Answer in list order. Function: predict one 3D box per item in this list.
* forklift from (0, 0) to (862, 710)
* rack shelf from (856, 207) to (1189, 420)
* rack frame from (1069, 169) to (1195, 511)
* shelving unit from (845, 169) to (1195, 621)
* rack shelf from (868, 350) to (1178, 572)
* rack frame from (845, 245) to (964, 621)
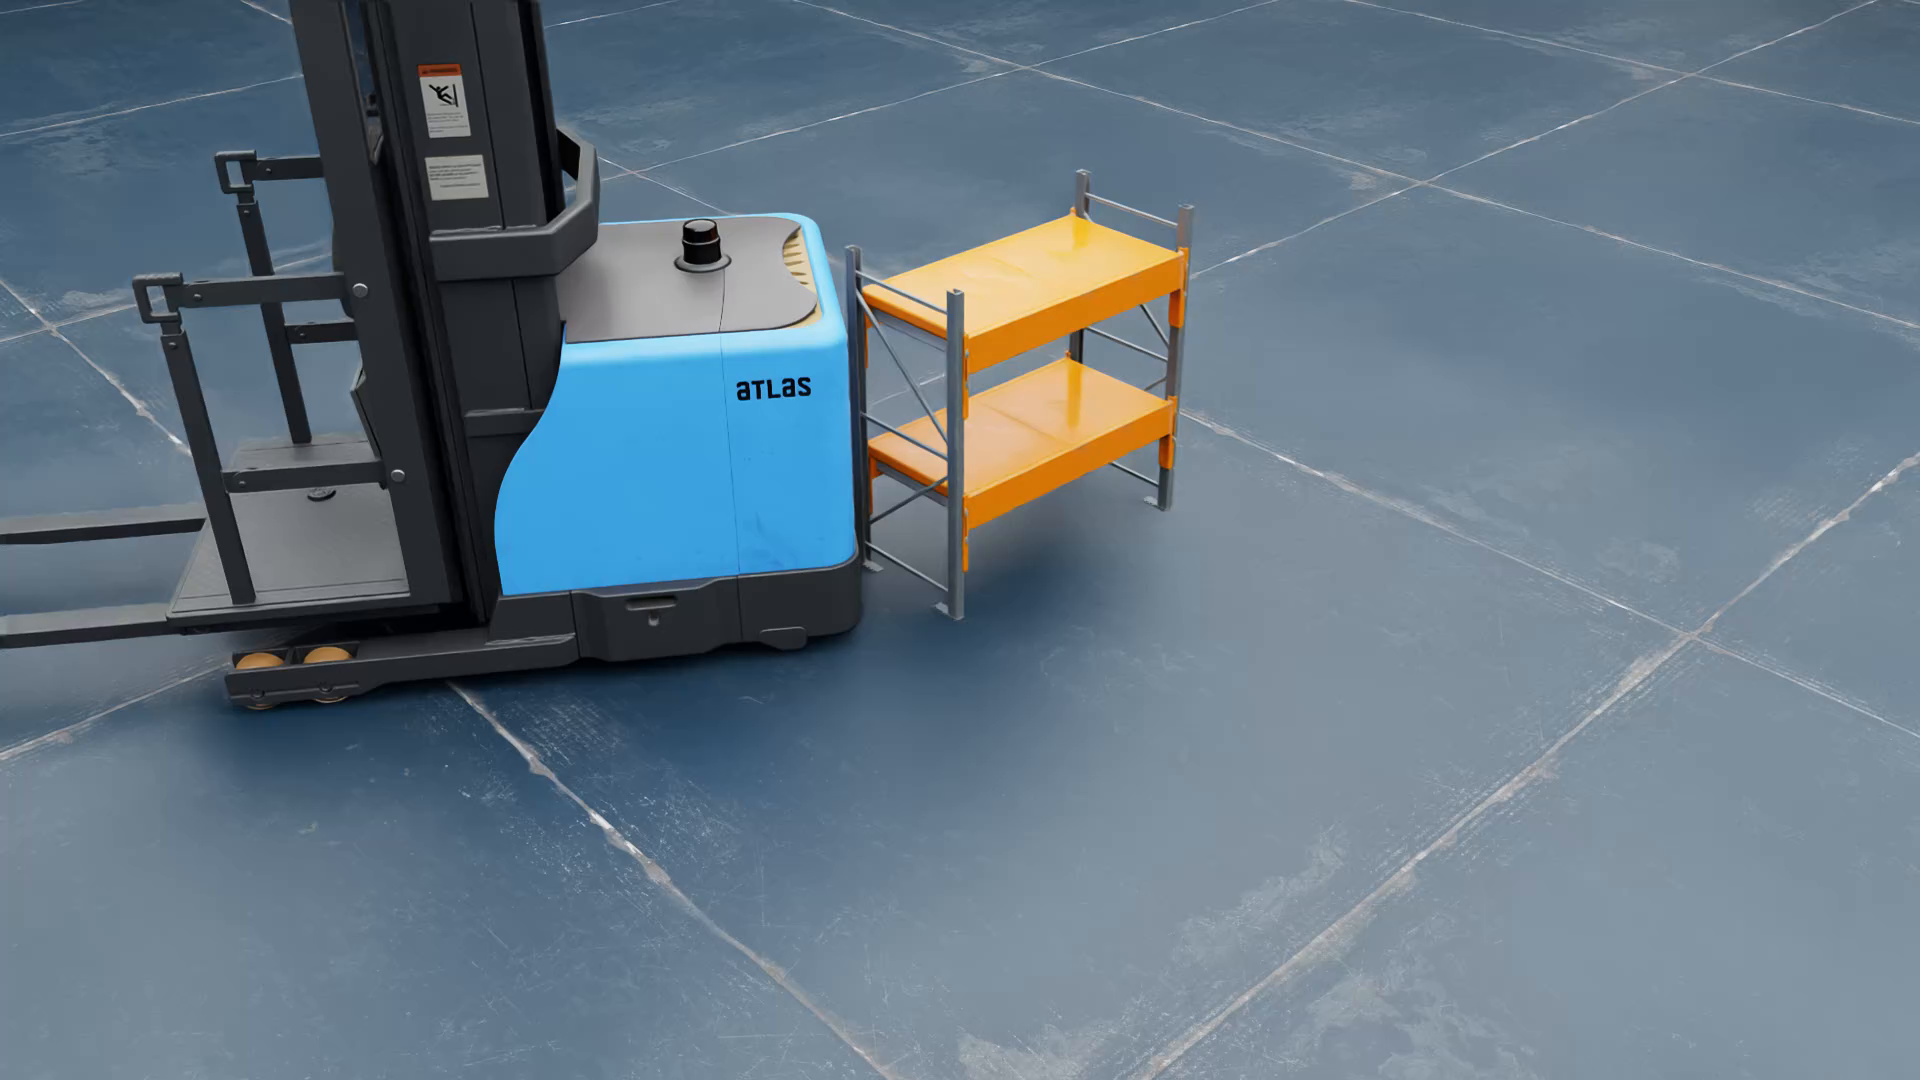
[{"bbox_3d":[-1.874,-1.045,4.650,3.031,2.935,1.130,-5,32,-8],"label":"forklift"},{"bbox_3d":[0.203,-0.750,5.338,1.000,0.278,0.538,-26,40,-36],"label":"rack shelf"},{"bbox_3d":[0.574,-0.682,5.786,0.032,1.125,0.500,-26,40,-36],"label":"rack frame"},{"bbox_3d":[0.203,-0.501,5.490,1.048,1.125,0.538,-26,40,-36],"label":"shelving unit"},{"bbox_3d":[0.203,-0.292,5.618,1.000,0.278,0.538,-26,40,-36],"label":"rack shelf"},{"bbox_3d":[-0.169,-0.319,5.194,0.032,1.125,0.500,-26,40,-36],"label":"rack frame"}]
